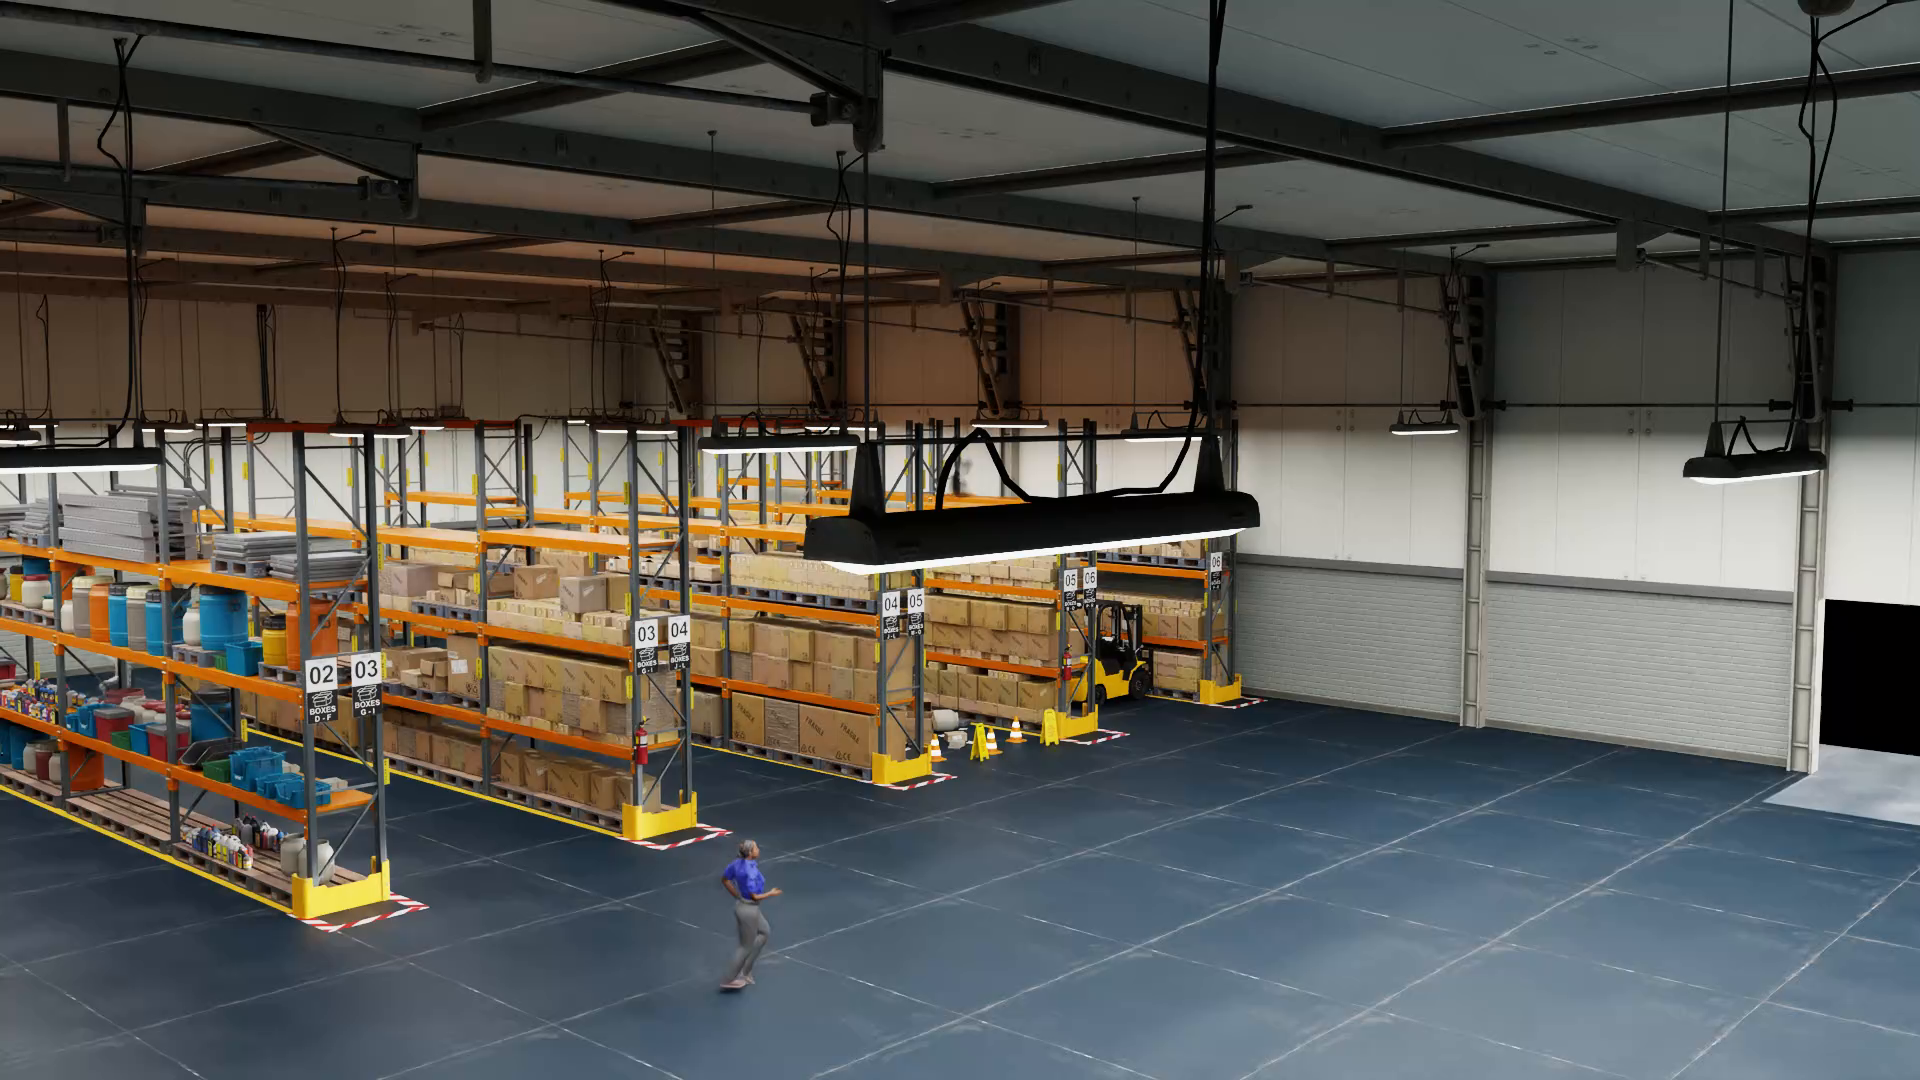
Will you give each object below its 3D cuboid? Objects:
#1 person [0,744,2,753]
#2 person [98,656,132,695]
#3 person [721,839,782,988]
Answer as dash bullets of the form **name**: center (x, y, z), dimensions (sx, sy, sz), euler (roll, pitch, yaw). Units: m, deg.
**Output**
- **person**: center (-14.757, 3.453, 25.008), dimensions (0.647, 1.700, 0.653), euler (5, 6, 44)
- **person**: center (-18.057, 2.540, 35.664), dimensions (0.886, 1.757, 0.700), euler (-4, 6, -43)
- **person**: center (-2.274, 4.045, 18.002), dimensions (0.681, 1.662, 0.548), euler (-2, 5, -24)
